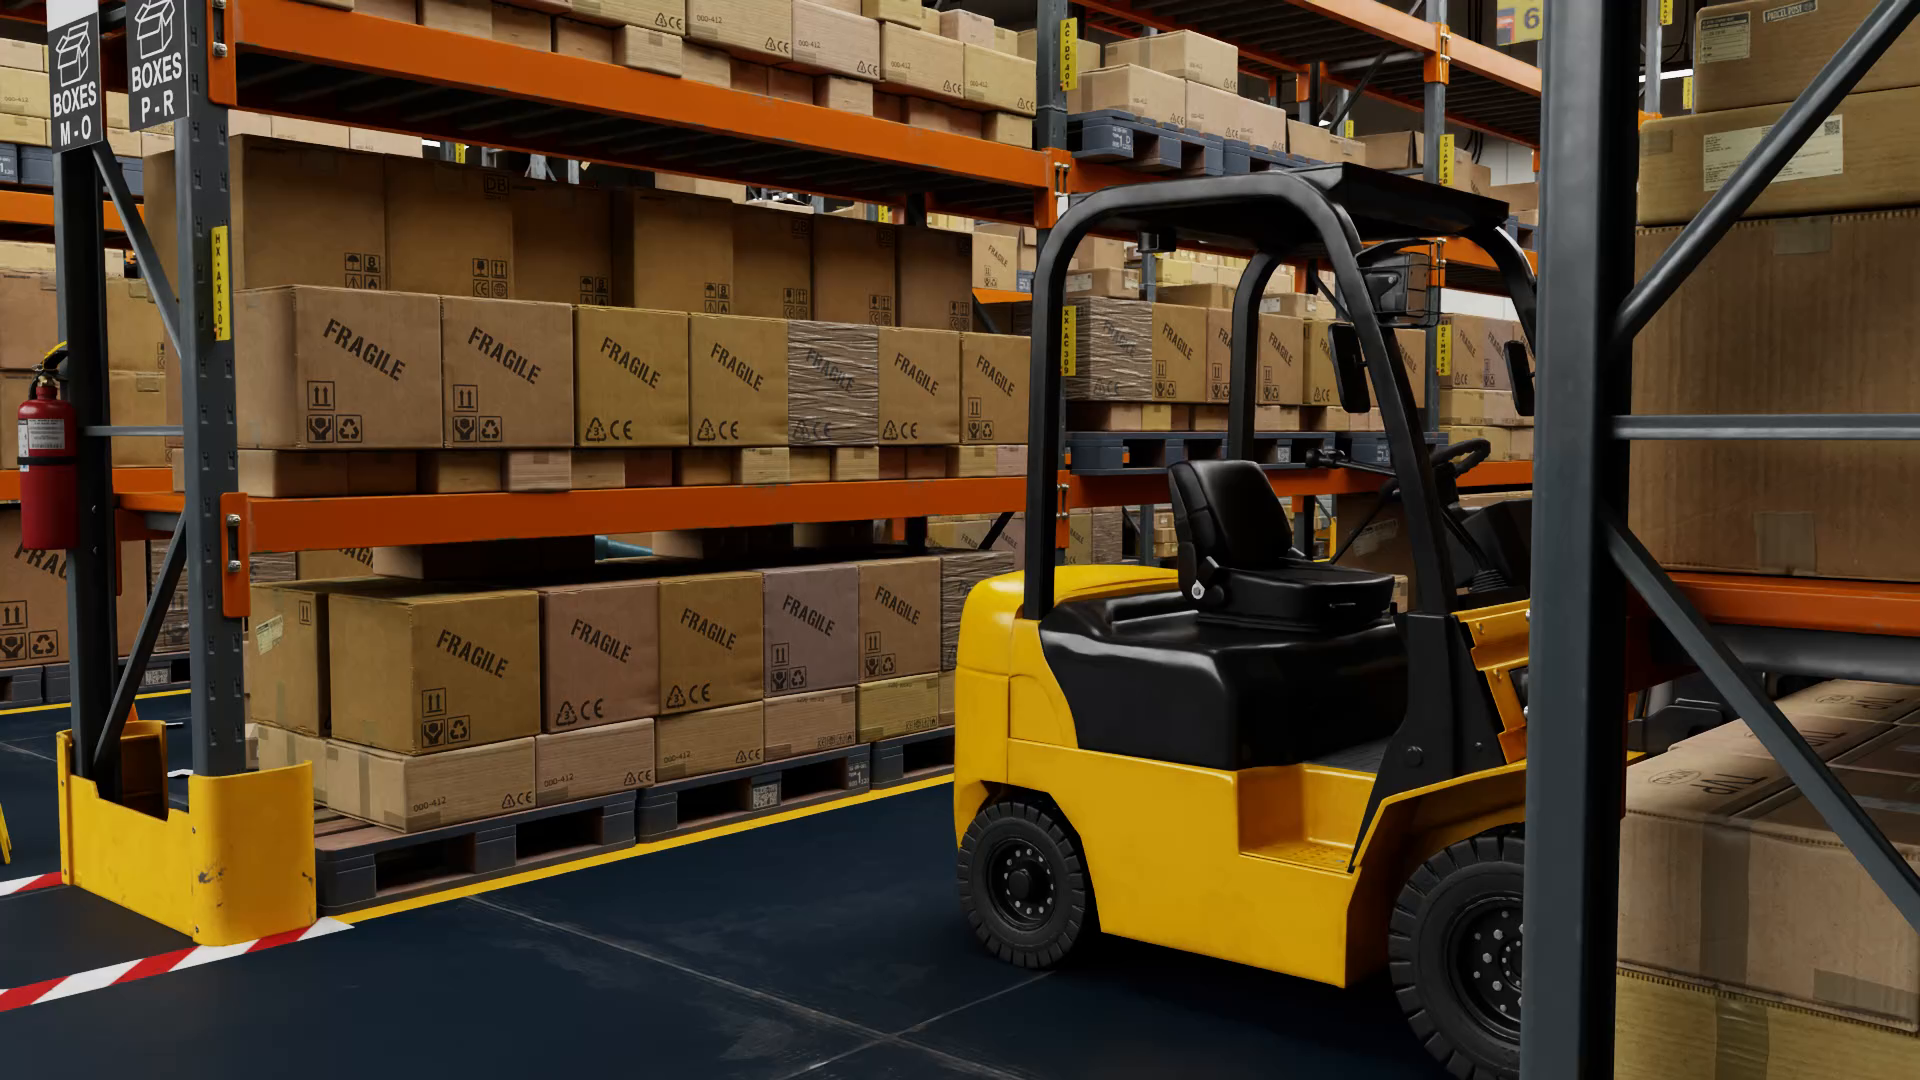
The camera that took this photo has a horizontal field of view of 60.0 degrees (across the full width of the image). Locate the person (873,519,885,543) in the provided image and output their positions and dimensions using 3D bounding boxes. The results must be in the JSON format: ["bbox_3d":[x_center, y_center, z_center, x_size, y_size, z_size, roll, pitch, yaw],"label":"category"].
[{"bbox_3d":[-0.729,-0.058,11.678,0.402,1.739,0.509,2,4,24],"label":"person"}]
